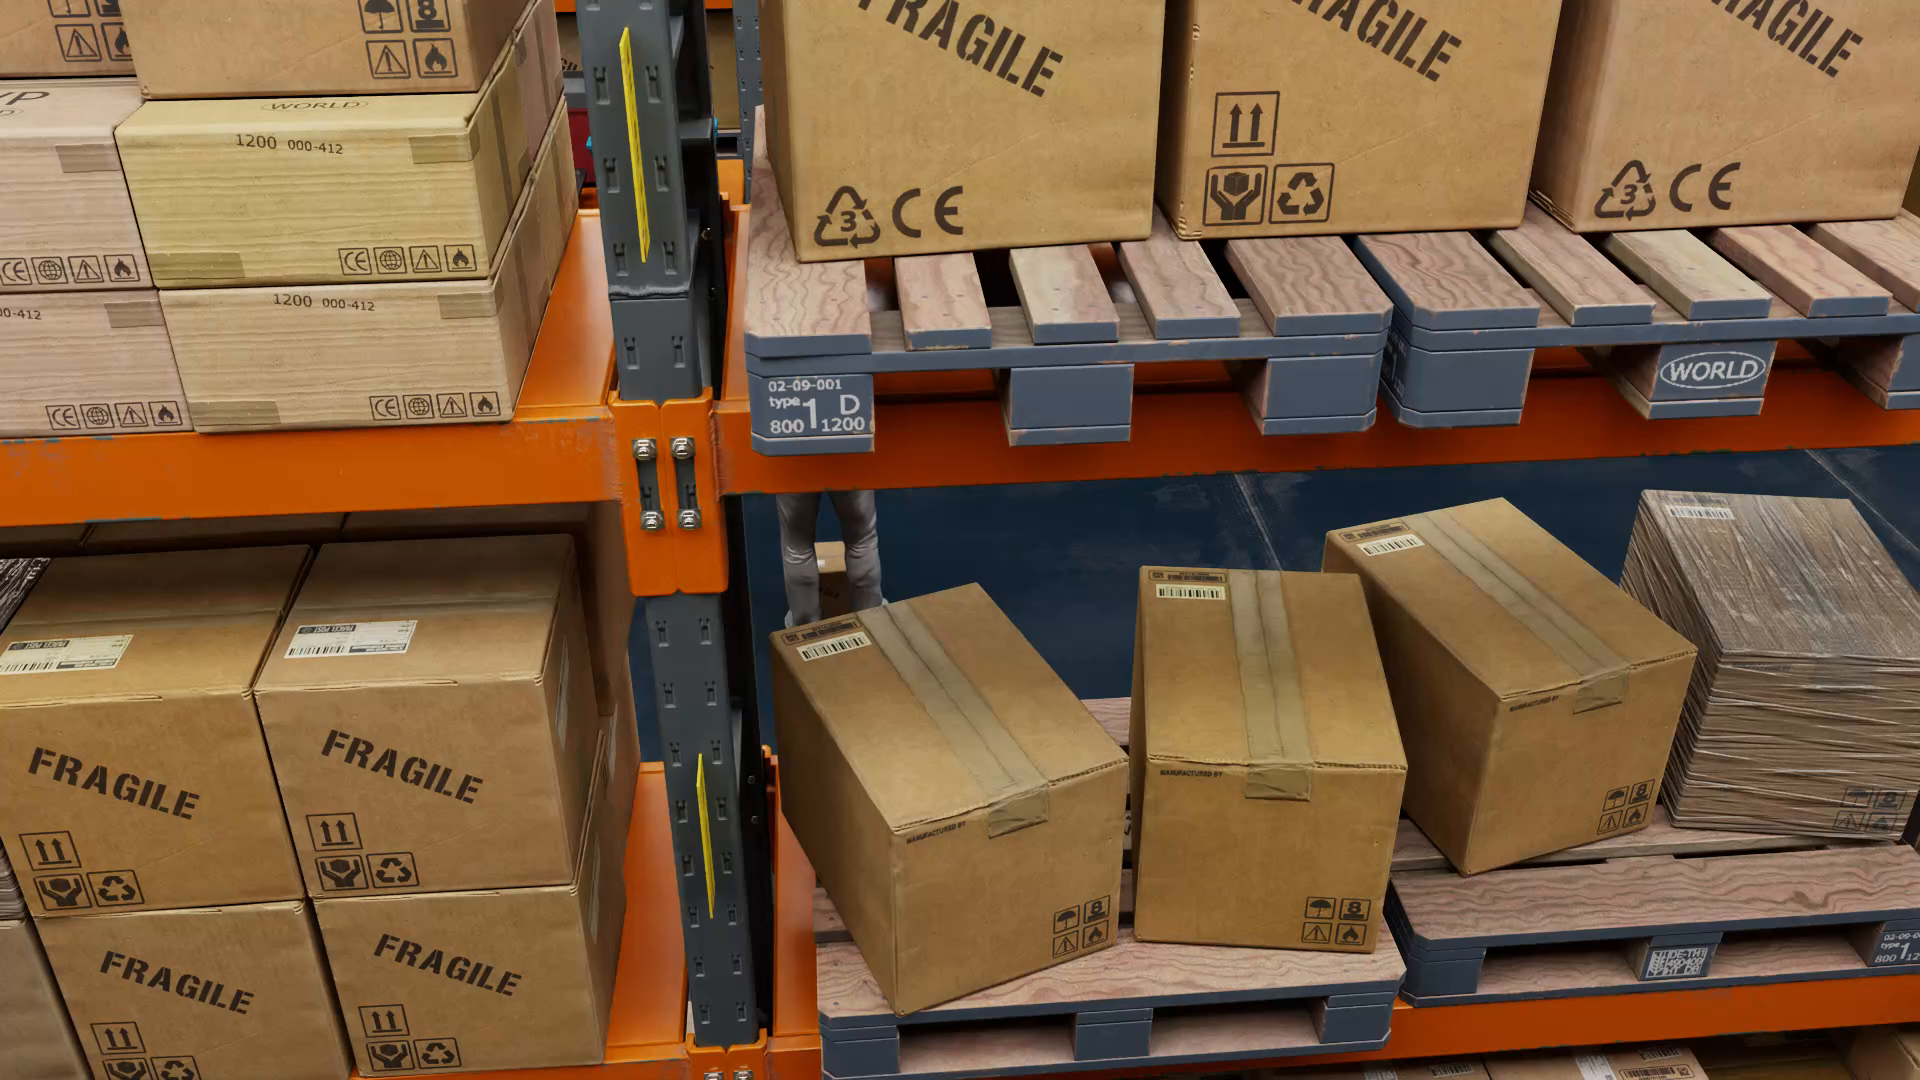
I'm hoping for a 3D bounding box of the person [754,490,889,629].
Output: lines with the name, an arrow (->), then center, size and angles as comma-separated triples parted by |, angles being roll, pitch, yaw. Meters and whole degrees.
person -> -0.563, -0.347, 6.696 | 0.629, 1.759, 0.460 | -4, 31, -7
